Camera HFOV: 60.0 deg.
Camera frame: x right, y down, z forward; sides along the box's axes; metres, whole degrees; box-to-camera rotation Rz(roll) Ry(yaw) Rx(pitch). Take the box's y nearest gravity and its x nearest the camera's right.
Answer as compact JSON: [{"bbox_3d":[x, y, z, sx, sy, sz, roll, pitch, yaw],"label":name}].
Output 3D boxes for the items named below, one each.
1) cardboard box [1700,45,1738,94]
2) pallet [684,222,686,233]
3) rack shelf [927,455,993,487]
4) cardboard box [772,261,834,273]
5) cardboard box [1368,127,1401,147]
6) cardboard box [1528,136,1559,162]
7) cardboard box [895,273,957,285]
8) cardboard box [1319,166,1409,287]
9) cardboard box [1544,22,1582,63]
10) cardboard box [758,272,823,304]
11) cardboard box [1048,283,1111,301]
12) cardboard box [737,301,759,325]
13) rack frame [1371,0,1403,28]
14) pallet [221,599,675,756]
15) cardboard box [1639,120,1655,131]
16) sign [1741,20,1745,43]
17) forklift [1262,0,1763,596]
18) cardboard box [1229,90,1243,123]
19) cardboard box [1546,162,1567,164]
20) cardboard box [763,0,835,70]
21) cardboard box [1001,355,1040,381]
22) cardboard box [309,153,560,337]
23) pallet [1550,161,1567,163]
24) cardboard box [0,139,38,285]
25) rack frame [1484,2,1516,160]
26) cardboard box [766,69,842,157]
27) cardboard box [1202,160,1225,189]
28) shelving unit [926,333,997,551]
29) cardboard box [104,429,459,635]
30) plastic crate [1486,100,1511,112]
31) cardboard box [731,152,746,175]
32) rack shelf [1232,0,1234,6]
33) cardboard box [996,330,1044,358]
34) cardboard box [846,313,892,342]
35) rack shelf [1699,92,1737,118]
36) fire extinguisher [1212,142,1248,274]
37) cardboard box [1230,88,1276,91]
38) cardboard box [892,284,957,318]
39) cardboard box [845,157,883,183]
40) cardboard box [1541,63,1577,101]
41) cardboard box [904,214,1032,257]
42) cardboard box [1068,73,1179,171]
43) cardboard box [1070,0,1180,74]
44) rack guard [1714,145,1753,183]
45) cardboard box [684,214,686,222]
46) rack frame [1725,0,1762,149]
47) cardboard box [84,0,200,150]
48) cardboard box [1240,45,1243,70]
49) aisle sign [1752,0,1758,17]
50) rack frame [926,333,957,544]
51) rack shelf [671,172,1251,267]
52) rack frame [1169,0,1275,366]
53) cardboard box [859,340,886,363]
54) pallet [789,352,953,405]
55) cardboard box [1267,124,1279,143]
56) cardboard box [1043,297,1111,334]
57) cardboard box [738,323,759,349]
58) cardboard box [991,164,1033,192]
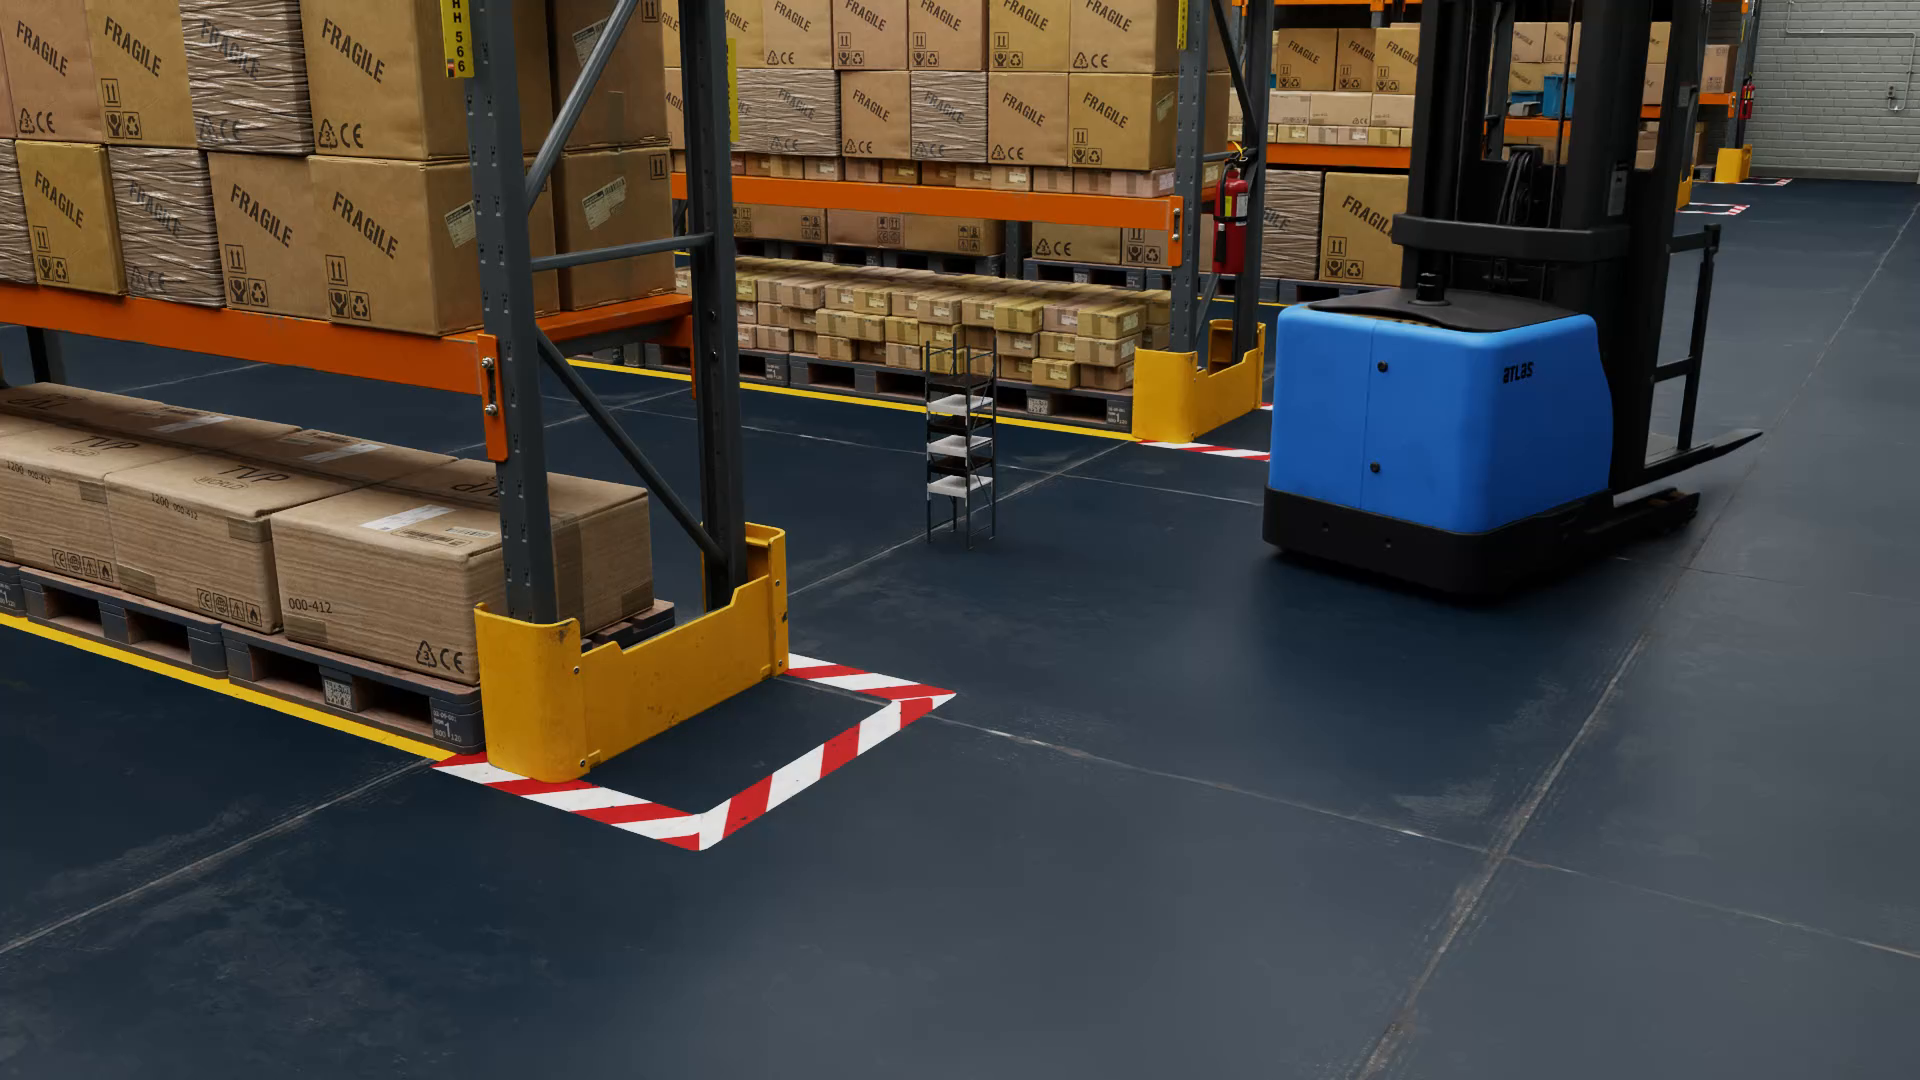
[{"bbox_3d":[11.470,-7.226,25.493,0.700,0.700,0.980,11,20,33],"label":"cardboard box"},{"bbox_3d":[-3.349,-3.329,17.978,1.213,0.211,1.003,10,20,30],"label":"pallet"},{"bbox_3d":[0.007,-0.311,7.282,0.200,0.077,0.258,10,20,30],"label":"rack shelf"},{"bbox_3d":[-1.063,-1.789,11.270,0.250,0.149,0.380,10,20,30],"label":"cardboard box"},{"bbox_3d":[3.435,-3.219,13.249,0.250,0.149,0.380,10,20,31],"label":"cardboard box"},{"bbox_3d":[9.512,-6.405,26.883,0.500,0.500,0.700,10,20,30],"label":"cardboard box"},{"bbox_3d":[-0.213,-1.609,10.677,0.250,0.149,0.380,10,20,30],"label":"cardboard box"},{"bbox_3d":[3.546,-2.589,13.677,0.875,0.875,0.875,10,20,30],"label":"cardboard box"},{"bbox_3d":[7.923,-6.460,21.596,0.500,0.500,0.500,11,20,32],"label":"cardboard box"},{"bbox_3d":[-1.093,-1.624,10.724,0.250,0.149,0.380,10,19,29],"label":"cardboard box"},{"bbox_3d":[0.737,-1.482,10.257,0.250,0.149,0.380,10,20,30],"label":"cardboard box"},{"bbox_3d":[-1.326,-1.523,10.905,0.250,0.149,0.380,10,20,30],"label":"cardboard box"},{"bbox_3d":[5.913,-6.389,23.252,0.127,3.000,1.000,10,20,30],"label":"rack frame"},{"bbox_3d":[-1.775,0.359,5.836,1.213,0.211,1.003,10,20,30],"label":"pallet"},{"bbox_3d":[10.828,-6.550,26.246,0.250,0.149,0.380,10,20,31],"label":"cardboard box"},{"bbox_3d":[11.614,-7.543,24.652,0.005,0.325,0.100,10,20,30],"label":"sign"},{"bbox_3d":[2.730,-1.521,7.344,3.031,2.935,1.130,-15,22,-40],"label":"forklift"},{"bbox_3d":[2.270,-3.639,13.945,0.500,0.250,0.500,10,20,30],"label":"cardboard box"},{"bbox_3d":[8.154,-4.980,22.589,0.500,0.250,0.500,10,20,30],"label":"cardboard box"},{"bbox_3d":[-0.837,-3.103,10.031,0.500,0.500,0.500,10,20,31],"label":"cardboard box"},{"bbox_3d":[0.442,-1.055,9.876,0.250,0.149,0.380,10,20,30],"label":"cardboard box"},{"bbox_3d":[-1.602,-0.929,5.105,0.500,0.500,0.500,10,20,30],"label":"cardboard box"},{"bbox_3d":[10.153,-5.961,26.643,1.213,0.211,1.003,10,20,30],"label":"pallet"},{"bbox_3d":[-3.351,-1.238,6.124,0.500,0.500,0.500,10,20,30],"label":"cardboard box"},{"bbox_3d":[4.133,-3.327,13.174,0.127,3.000,1.000,10,20,30],"label":"rack frame"},{"bbox_3d":[-0.831,-2.616,10.149,0.500,0.500,0.500,10,19,29],"label":"cardboard box"},{"bbox_3d":[1.347,-2.124,9.646,0.250,0.149,0.380,10,20,30],"label":"cardboard box"},{"bbox_3d":[0.007,-0.429,7.246,0.210,0.900,0.258,10,20,30],"label":"shelving unit"},{"bbox_3d":[-2.452,-0.061,6.106,0.875,0.438,0.875,11,20,32],"label":"cardboard box"},{"bbox_3d":[5.879,-4.748,18.202,0.298,0.136,0.250,10,20,30],"label":"plastic crate"},{"bbox_3d":[-1.373,-2.430,10.652,0.250,0.149,0.380,9,19,28],"label":"cardboard box"},{"bbox_3d":[1.613,-6.558,19.885,4.000,0.370,1.077,10,20,30],"label":"rack shelf"},{"bbox_3d":[0.409,-1.182,9.781,0.250,0.149,0.380,9,19,28],"label":"cardboard box"},{"bbox_3d":[-0.497,-1.336,10.288,0.250,0.149,0.380,10,20,31],"label":"cardboard box"},{"bbox_3d":[10.206,-6.968,26.396,4.000,0.370,1.077,10,20,30],"label":"rack shelf"},{"bbox_3d":[1.425,-1.746,8.743,0.183,0.674,0.296,10,20,30],"label":"fire extinguisher"},{"bbox_3d":[2.546,-3.770,14.379,0.500,0.250,0.500,10,19,29],"label":"cardboard box"},{"bbox_3d":[-0.215,-1.464,10.197,0.250,0.149,0.380,9,19,28],"label":"cardboard box"},{"bbox_3d":[-0.486,-2.261,10.095,0.250,0.149,0.380,11,20,32],"label":"cardboard box"},{"bbox_3d":[7.931,-5.984,21.748,0.500,0.500,0.500,10,20,30],"label":"cardboard box"},{"bbox_3d":[0.169,-3.212,15.729,0.875,0.875,1.225,10,20,30],"label":"cardboard box"},{"bbox_3d":[0.934,-2.309,9.138,0.500,0.500,0.500,11,20,31],"label":"cardboard box"},{"bbox_3d":[0.931,-2.791,9.004,0.500,0.500,0.500,10,19,29],"label":"cardboard box"},{"bbox_3d":[11.931,-5.808,25.641,0.348,0.500,1.175,10,20,30],"label":"rack guard"},{"bbox_3d":[-3.265,-3.656,17.798,0.500,0.500,0.700,9,19,27],"label":"cardboard box"},{"bbox_3d":[11.910,-7.008,25.290,0.127,3.000,1.000,10,20,30],"label":"rack frame"},{"bbox_3d":[-2.469,-1.562,5.469,0.500,0.500,0.500,10,20,30],"label":"cardboard box"},{"bbox_3d":[3.779,-6.991,24.342,0.500,0.500,0.700,15,22,40],"label":"cardboard box"},{"bbox_3d":[11.815,-8.166,24.631,0.004,0.787,0.394,10,20,30],"label":"aisle sign"},{"bbox_3d":[-0.080,-0.445,7.297,0.006,0.900,0.240,10,20,30],"label":"rack frame"},{"bbox_3d":[-0.253,-2.074,10.286,4.000,0.370,1.077,10,20,30],"label":"rack shelf"},{"bbox_3d":[1.452,-2.114,9.180,0.127,3.000,1.000,10,20,30],"label":"rack frame"},{"bbox_3d":[-0.424,-1.216,10.407,0.250,0.149,0.380,11,20,32],"label":"cardboard box"},{"bbox_3d":[-0.322,-1.110,10.671,1.213,0.211,1.003,10,20,30],"label":"pallet"},{"bbox_3d":[2.565,-3.374,13.760,0.250,0.149,0.380,10,20,30],"label":"cardboard box"},{"bbox_3d":[0.684,-1.306,9.678,0.250,0.149,0.380,11,20,31],"label":"cardboard box"},{"bbox_3d":[-1.349,-1.359,10.877,0.250,0.149,0.380,10,20,30],"label":"cardboard box"},{"bbox_3d":[0.382,-2.088,9.527,0.250,0.149,0.380,11,20,32],"label":"cardboard box"}]
